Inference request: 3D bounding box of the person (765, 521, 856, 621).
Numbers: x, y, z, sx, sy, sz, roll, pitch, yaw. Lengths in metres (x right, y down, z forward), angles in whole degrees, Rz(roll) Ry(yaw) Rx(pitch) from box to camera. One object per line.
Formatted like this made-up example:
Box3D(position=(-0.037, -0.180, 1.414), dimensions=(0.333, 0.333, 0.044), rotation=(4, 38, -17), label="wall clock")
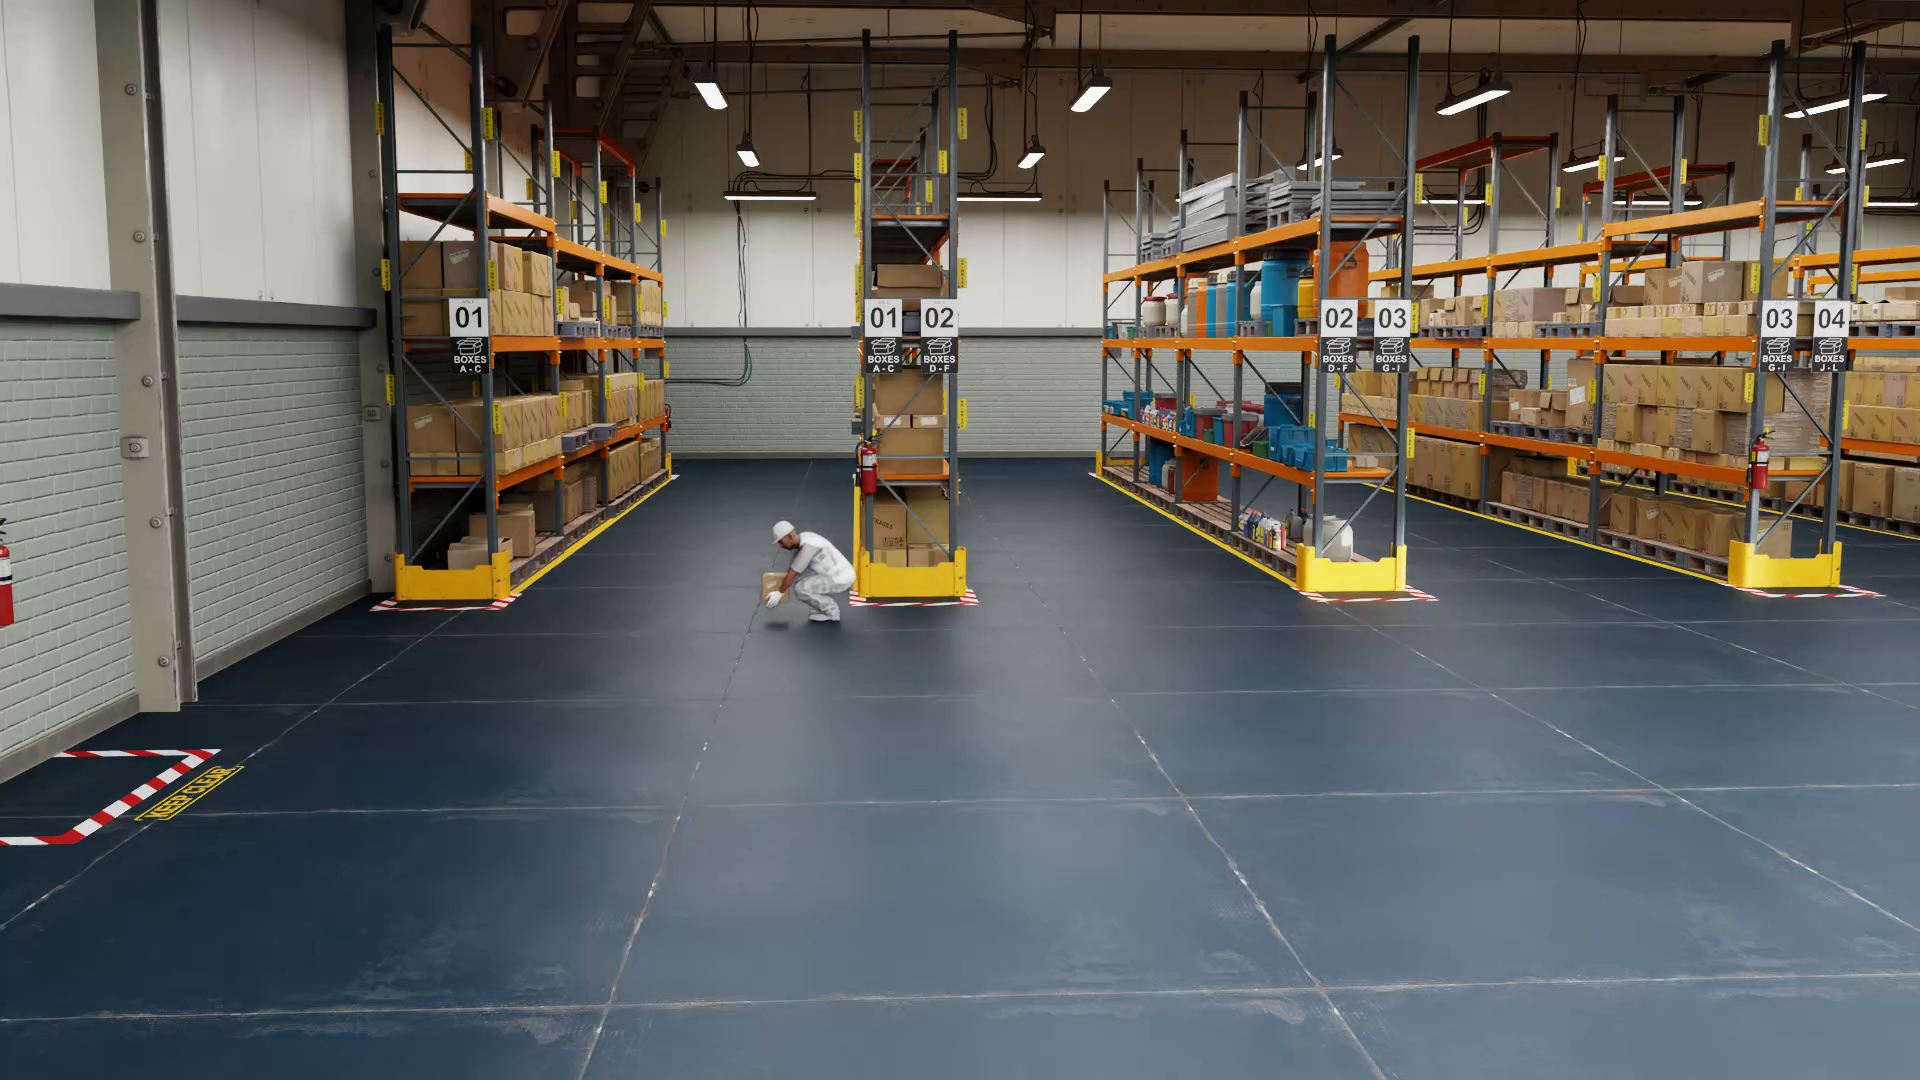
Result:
Box3D(position=(-1.490, 0.301, 16.516), dimensions=(0.891, 0.993, 0.567), rotation=(0, 7, -4), label="person")
